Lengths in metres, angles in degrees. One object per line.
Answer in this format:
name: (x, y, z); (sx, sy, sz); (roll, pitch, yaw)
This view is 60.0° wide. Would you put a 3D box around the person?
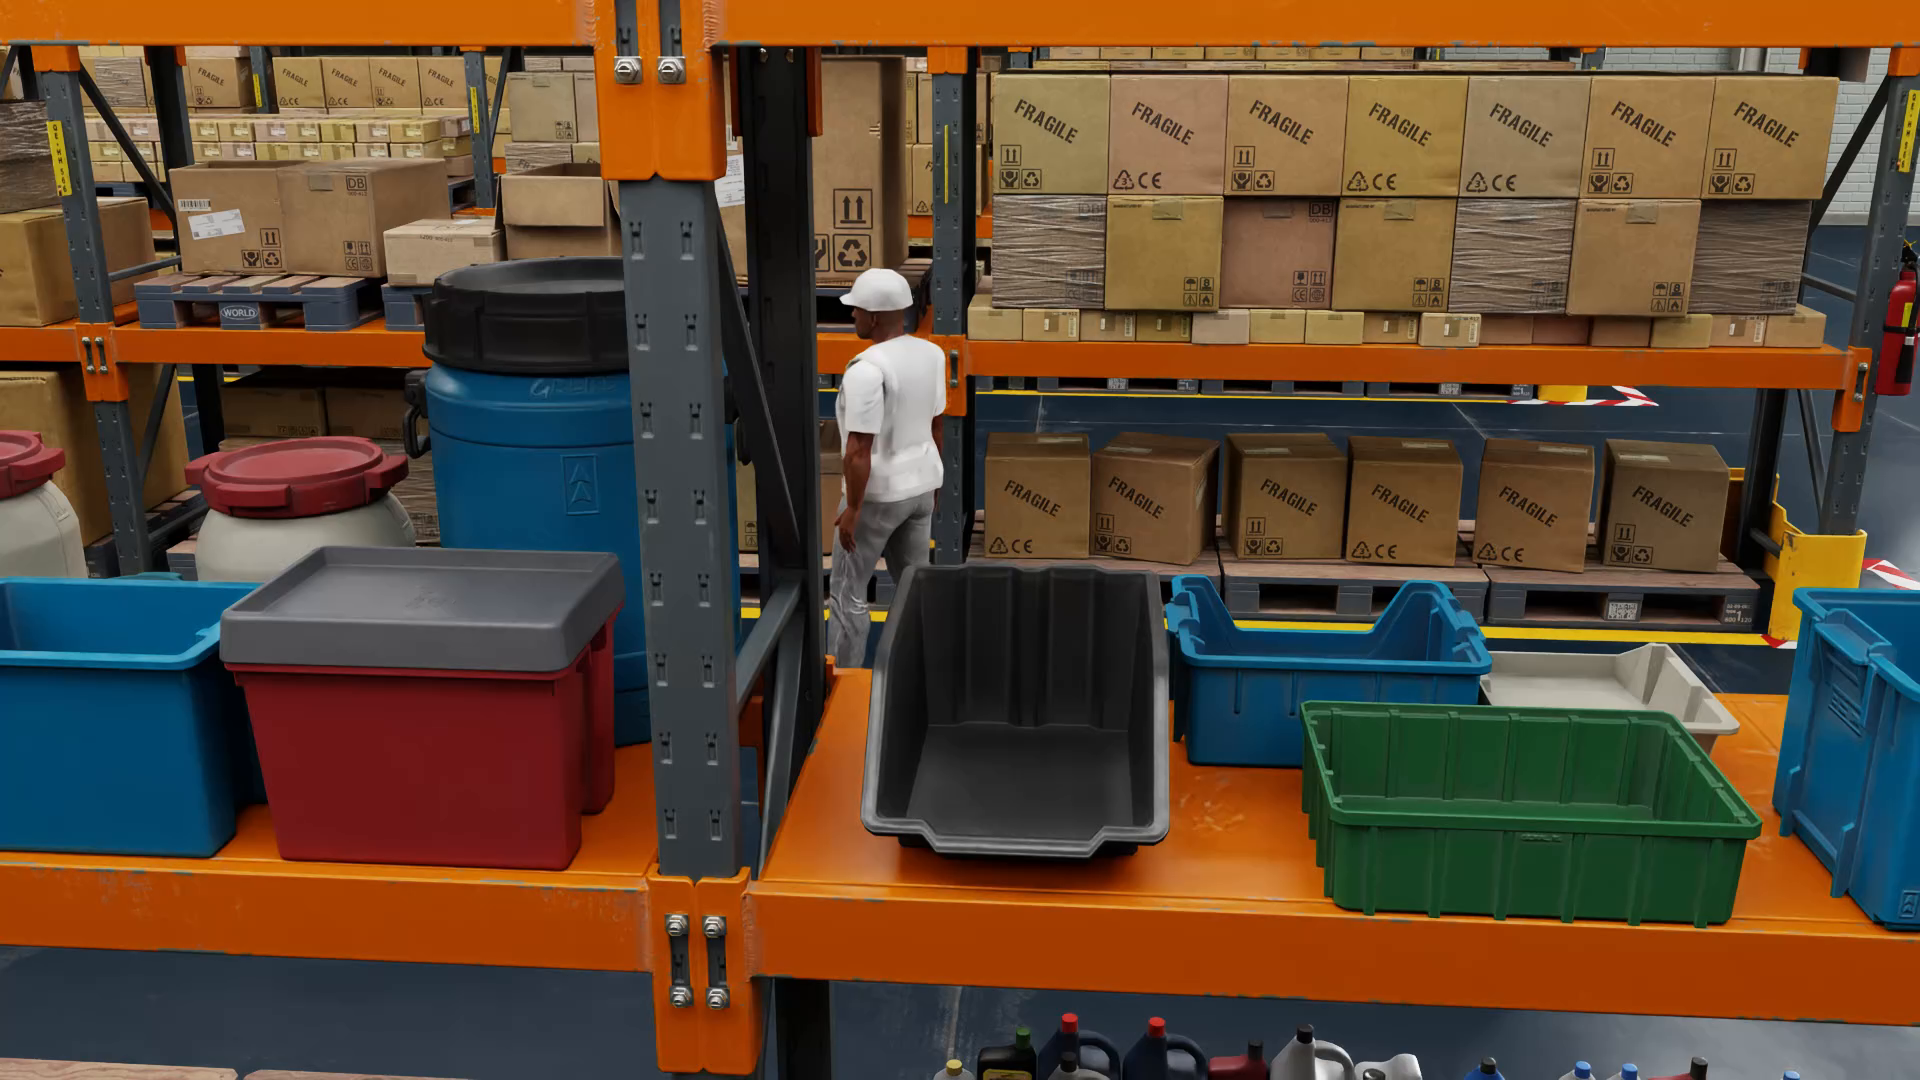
person: (-0.341, -0.208, 6.647); (0.545, 1.766, 0.610); (16, 23, 41)
